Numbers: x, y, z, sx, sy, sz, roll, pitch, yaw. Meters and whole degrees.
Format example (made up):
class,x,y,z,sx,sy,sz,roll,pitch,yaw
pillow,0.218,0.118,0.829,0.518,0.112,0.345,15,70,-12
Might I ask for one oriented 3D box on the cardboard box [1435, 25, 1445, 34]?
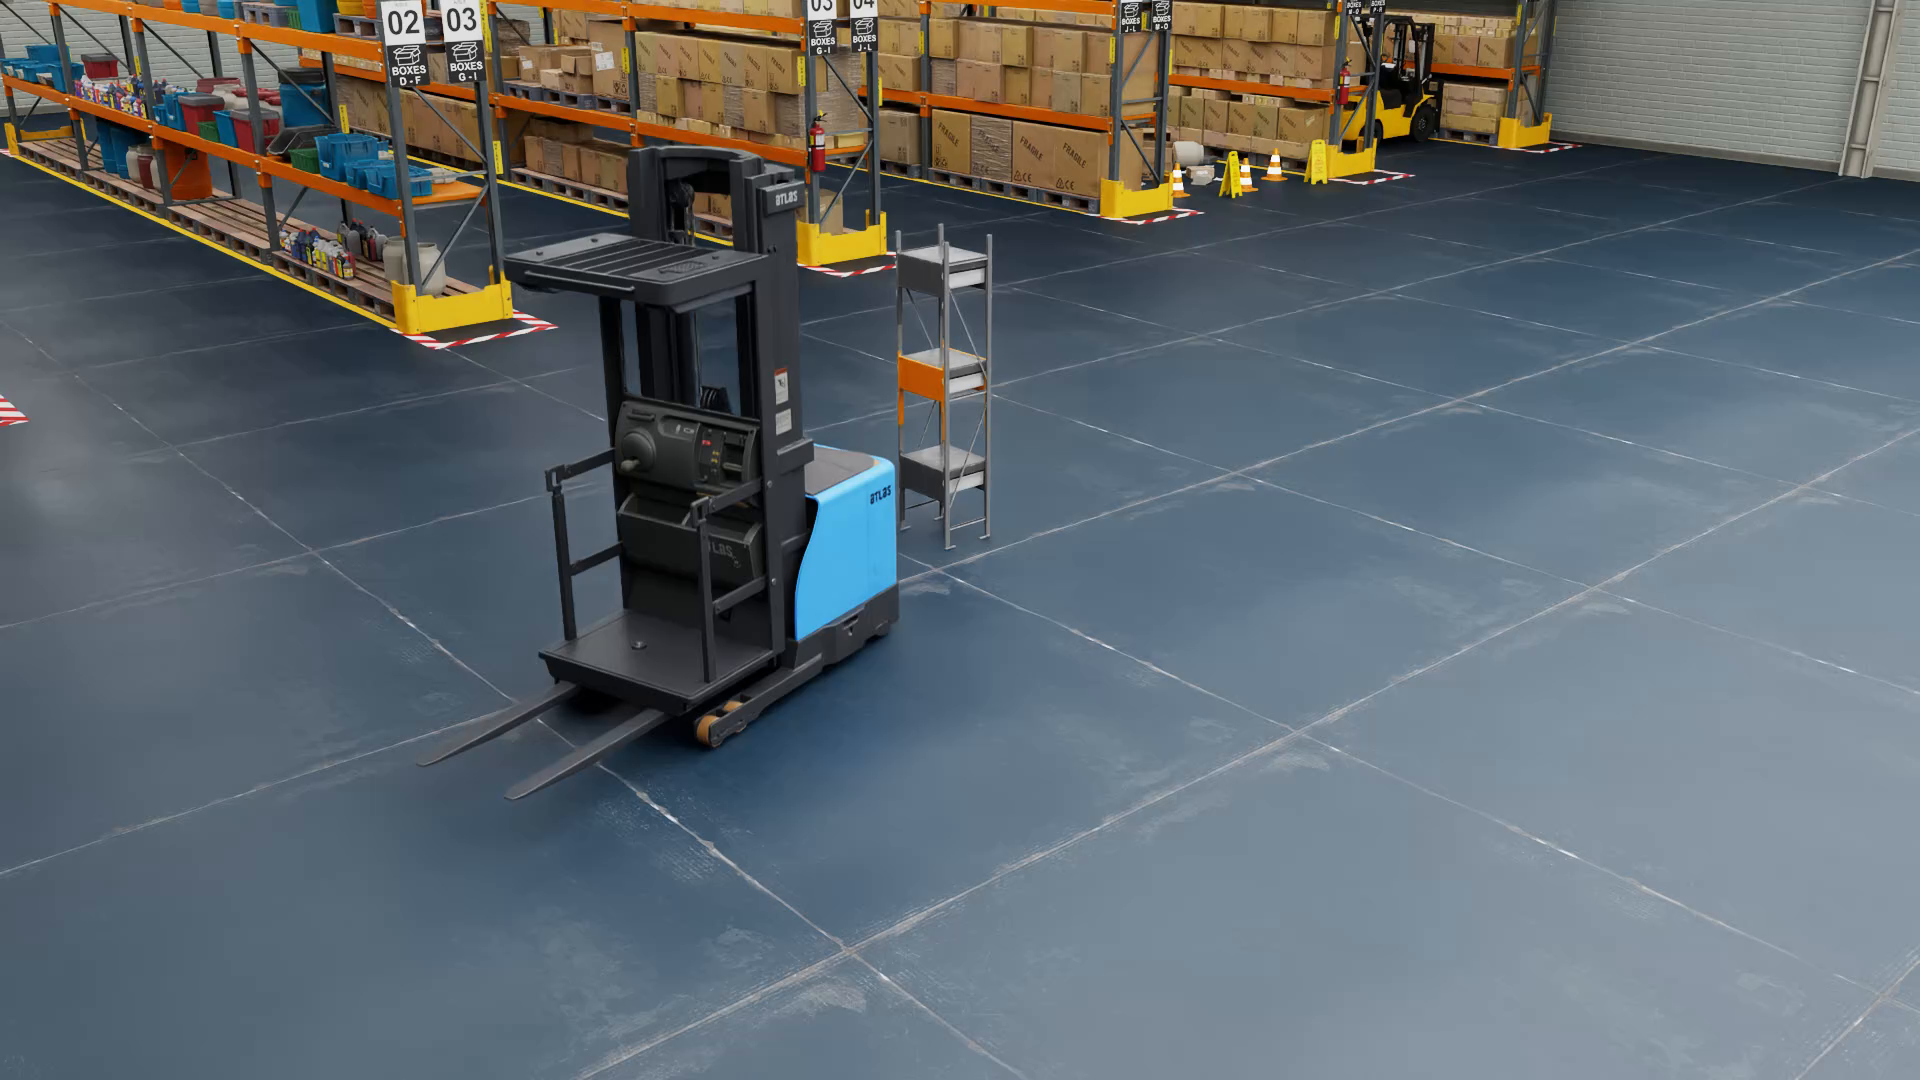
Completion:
class,x,y,z,sx,sy,sz,roll,pitch,yaw
cardboard box,8.588,-9.082,29.533,0.380,0.149,0.250,-17,27,-37

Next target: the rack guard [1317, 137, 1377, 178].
class,x,y,z,sx,sy,sz,roll,pitch,yaw
rack guard,6.075,-6.030,26.195,1.175,0.500,0.348,-17,27,-37

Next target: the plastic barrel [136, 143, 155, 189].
class,x,y,z,sx,sy,sz,roll,pitch,yaw
plastic barrel,-11.427,-5.361,23.790,0.600,0.588,0.708,-17,27,-37

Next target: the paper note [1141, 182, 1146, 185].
class,x,y,z,sx,sy,sz,roll,pitch,yaw
paper note,2.730,-5.410,25.256,0.144,0.017,0.142,-8,23,-19

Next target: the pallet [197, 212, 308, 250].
class,x,y,z,sx,sy,sz,roll,pitch,yaw
pallet,-9.089,-3.987,21.374,1.003,0.211,1.213,-17,27,-37

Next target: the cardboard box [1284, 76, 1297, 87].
class,x,y,z,sx,sy,sz,roll,pitch,yaw
cardboard box,5.318,-7.228,26.170,0.380,0.149,0.250,-18,28,-38

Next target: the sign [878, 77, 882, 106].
class,x,y,z,sx,sy,sz,roll,pitch,yaw
sign,-0.972,-5.347,19.835,0.100,0.325,0.005,-17,27,-37

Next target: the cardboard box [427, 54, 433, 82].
class,x,y,z,sx,sy,sz,roll,pitch,yaw
cardboard box,-8.450,-7.713,26.925,0.500,0.500,0.500,-18,28,-39

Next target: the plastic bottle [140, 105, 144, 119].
class,x,y,z,sx,sy,sz,roll,pitch,yaw
plastic bottle,-11.006,-5.799,22.450,0.097,0.201,0.097,0,21,0

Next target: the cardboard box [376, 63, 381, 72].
class,x,y,z,sx,sy,sz,roll,pitch,yaw
cardboard box,-9.663,-8.019,28.189,0.380,0.149,0.250,-17,27,-37

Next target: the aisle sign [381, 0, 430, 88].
class,x,y,z,sx,sy,sz,roll,pitch,yaw
aisle sign,-5.313,-4.755,15.947,0.394,0.787,0.004,-17,27,-37

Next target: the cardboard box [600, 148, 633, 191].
class,x,y,z,sx,sy,sz,roll,pitch,yaw
cardboard box,-4.675,-5.271,23.654,0.700,0.500,0.500,-18,27,-38

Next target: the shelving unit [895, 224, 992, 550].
class,x,y,z,sx,sy,sz,roll,pitch,yaw
shelving unit,-0.108,-1.023,11.218,0.431,2.100,0.503,-17,27,-37

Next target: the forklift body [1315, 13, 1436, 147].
class,x,y,z,sx,sy,sz,roll,pitch,yaw
forklift body,7.263,-8.050,29.089,2.313,2.155,1.214,-17,27,-37

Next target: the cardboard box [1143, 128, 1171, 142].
class,x,y,z,sx,sy,sz,roll,pitch,yaw
cardboard box,3.182,-6.496,27.380,0.500,0.500,0.500,0,21,-1

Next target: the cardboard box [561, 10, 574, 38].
class,x,y,z,sx,sy,sz,roll,pitch,yaw
cardboard box,-7.551,-10.241,32.973,0.500,0.500,0.500,-17,27,-37

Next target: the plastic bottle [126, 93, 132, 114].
class,x,y,z,sx,sy,sz,roll,pitch,yaw
plastic bottle,-11.411,-6.003,22.875,0.097,0.271,0.097,0,21,0

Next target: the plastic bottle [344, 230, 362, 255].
class,x,y,z,sx,sy,sz,roll,pitch,yaw
plastic bottle,-7.078,-3.472,19.368,0.152,0.276,0.135,-17,27,-37

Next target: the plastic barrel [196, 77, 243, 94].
class,x,y,z,sx,sy,sz,roll,pitch,yaw
plastic barrel,-9.825,-5.853,22.127,0.600,0.536,0.708,-17,27,-37

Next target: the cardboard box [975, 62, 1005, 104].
class,x,y,z,sx,sy,sz,roll,pitch,yaw
cardboard box,0.719,-6.719,24.320,0.875,0.550,0.550,-17,27,-37

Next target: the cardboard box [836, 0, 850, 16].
class,x,y,z,sx,sy,sz,roll,pitch,yaw
cardboard box,-1.502,-6.336,19.640,0.500,0.250,0.500,-16,27,-36

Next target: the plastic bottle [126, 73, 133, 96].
class,x,y,z,sx,sy,sz,roll,pitch,yaw
plastic bottle,-12.229,-6.717,24.589,0.144,0.351,0.185,-17,27,-37

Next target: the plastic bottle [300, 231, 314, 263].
class,x,y,z,sx,sy,sz,roll,pitch,yaw
plastic bottle,-7.410,-3.338,18.922,0.144,0.351,0.185,-19,28,-40

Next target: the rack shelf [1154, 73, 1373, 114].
class,x,y,z,sx,sy,sz,roll,pitch,yaw
rack shelf,4.819,-7.391,27.228,1.077,0.370,4.000,-17,27,-37

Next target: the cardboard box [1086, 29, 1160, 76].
class,x,y,z,sx,sy,sz,roll,pitch,yaw
cardboard box,2.228,-6.651,22.667,0.875,0.550,0.550,-17,27,-37

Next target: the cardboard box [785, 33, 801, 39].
class,x,y,z,sx,sy,sz,roll,pitch,yaw
cardboard box,-2.496,-8.563,27.726,0.700,0.500,0.500,-18,27,-38

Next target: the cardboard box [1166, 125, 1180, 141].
class,x,y,z,sx,sy,sz,roll,pitch,yaw
cardboard box,3.694,-6.966,28.352,0.500,0.250,0.500,-19,28,-40

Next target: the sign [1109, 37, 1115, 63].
class,x,y,z,sx,sy,sz,roll,pitch,yaw
sign,2.020,-6.491,22.031,0.100,0.325,0.005,-17,27,-37

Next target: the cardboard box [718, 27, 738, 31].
class,x,y,z,sx,sy,sz,roll,pitch,yaw
cardboard box,-3.959,-8.774,28.726,0.380,0.149,0.250,-16,27,-36

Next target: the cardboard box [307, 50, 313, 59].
class,x,y,z,sx,sy,sz,roll,pitch,yaw
cardboard box,-11.677,-8.871,30.364,0.380,0.149,0.250,-18,28,-38

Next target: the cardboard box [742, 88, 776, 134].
class,x,y,z,sx,sy,sz,roll,pitch,yaw
cardboard box,-2.138,-5.267,20.274,0.875,0.500,0.500,-17,27,-37

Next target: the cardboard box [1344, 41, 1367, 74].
class,x,y,z,sx,sy,sz,roll,pitch,yaw
cardboard box,6.026,-7.555,26.116,0.500,0.500,0.500,-18,28,-38

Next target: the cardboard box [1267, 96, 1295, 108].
class,x,y,z,sx,sy,sz,roll,pitch,yaw
cardboard box,5.114,-6.984,26.480,0.380,0.149,0.250,-16,27,-36

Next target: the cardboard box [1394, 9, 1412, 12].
class,x,y,z,sx,sy,sz,roll,pitch,yaw
cardboard box,8.235,-9.729,30.775,0.380,0.149,0.250,-18,28,-38

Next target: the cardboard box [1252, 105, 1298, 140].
class,x,y,z,sx,sy,sz,roll,pitch,yaw
cardboard box,5.061,-6.740,26.747,0.500,0.500,0.500,-16,27,-36

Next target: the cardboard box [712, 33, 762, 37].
class,x,y,z,sx,sy,sz,roll,pitch,yaw
cardboard box,-2.839,-6.235,21.374,0.500,0.500,0.500,-17,27,-37

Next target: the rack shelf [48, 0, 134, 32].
class,x,y,z,sx,sy,sz,roll,pitch,yaw
rack shelf,-11.663,-7.460,23.290,1.077,0.370,4.000,-17,27,-37

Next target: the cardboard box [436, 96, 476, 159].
class,x,y,z,sx,sy,sz,roll,pitch,yaw
cardboard box,-7.616,-6.674,26.749,1.225,0.875,0.875,-17,27,-37

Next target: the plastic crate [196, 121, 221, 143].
class,x,y,z,sx,sy,sz,roll,pitch,yaw
plastic crate,-9.097,-5.056,20.569,0.450,0.188,0.662,-17,27,-37

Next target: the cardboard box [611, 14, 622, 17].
class,x,y,z,sx,sy,sz,roll,pitch,yaw
cardboard box,-6.246,-10.140,31.344,0.500,0.500,0.500,-19,28,-39

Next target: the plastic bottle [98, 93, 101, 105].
class,x,y,z,sx,sy,sz,roll,pitch,yaw
plastic bottle,-12.295,-6.345,23.843,0.097,0.201,0.097,0,21,0

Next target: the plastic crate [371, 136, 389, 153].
class,x,y,z,sx,sy,sz,roll,pitch,yaw
plastic crate,-6.818,-4.430,18.885,0.499,0.251,0.616,-17,27,-37

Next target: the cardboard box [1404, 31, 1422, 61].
class,x,y,z,sx,sy,sz,roll,pitch,yaw
cardboard box,8.360,-8.899,29.955,0.500,0.500,0.500,-17,27,-37

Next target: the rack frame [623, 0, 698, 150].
class,x,y,z,sx,sy,sz,roll,pitch,yaw
rack frame,-3.994,-5.919,22.484,1.000,3.000,0.127,-17,27,-37

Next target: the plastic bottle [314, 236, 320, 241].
class,x,y,z,sx,sy,sz,roll,pitch,yaw
plastic bottle,-7.347,-3.342,19.041,0.097,0.271,0.097,0,21,0

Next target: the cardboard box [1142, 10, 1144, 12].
class,x,y,z,sx,sy,sz,roll,pitch,yaw
cardboard box,3.455,-11.217,35.292,0.797,0.503,0.637,-18,28,-39

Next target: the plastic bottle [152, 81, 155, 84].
class,x,y,z,sx,sy,sz,roll,pitch,yaw
plastic bottle,-11.810,-6.583,24.350,0.152,0.276,0.135,-17,27,-37

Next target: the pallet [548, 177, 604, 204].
class,x,y,z,sx,sy,sz,roll,pitch,yaw
pallet,-5.304,-5.173,24.402,1.003,0.211,1.213,-17,27,-37

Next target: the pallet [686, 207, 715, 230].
class,x,y,z,sx,sy,sz,roll,pitch,yaw
pallet,-3.529,-4.444,22.540,1.003,0.211,1.213,-17,27,-37

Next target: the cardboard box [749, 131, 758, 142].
class,x,y,z,sx,sy,sz,roll,pitch,yaw
cardboard box,-2.374,-5.005,20.493,0.380,0.149,0.250,-17,27,-37

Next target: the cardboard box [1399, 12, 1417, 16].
class,x,y,z,sx,sy,sz,roll,pitch,yaw
cardboard box,8.156,-9.453,30.070,0.380,0.149,0.250,-18,27,-38

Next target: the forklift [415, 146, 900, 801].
class,x,y,z,sx,sy,sz,roll,pitch,yaw
forklift,-1.574,-0.474,8.675,1.130,2.935,3.031,13,25,30
